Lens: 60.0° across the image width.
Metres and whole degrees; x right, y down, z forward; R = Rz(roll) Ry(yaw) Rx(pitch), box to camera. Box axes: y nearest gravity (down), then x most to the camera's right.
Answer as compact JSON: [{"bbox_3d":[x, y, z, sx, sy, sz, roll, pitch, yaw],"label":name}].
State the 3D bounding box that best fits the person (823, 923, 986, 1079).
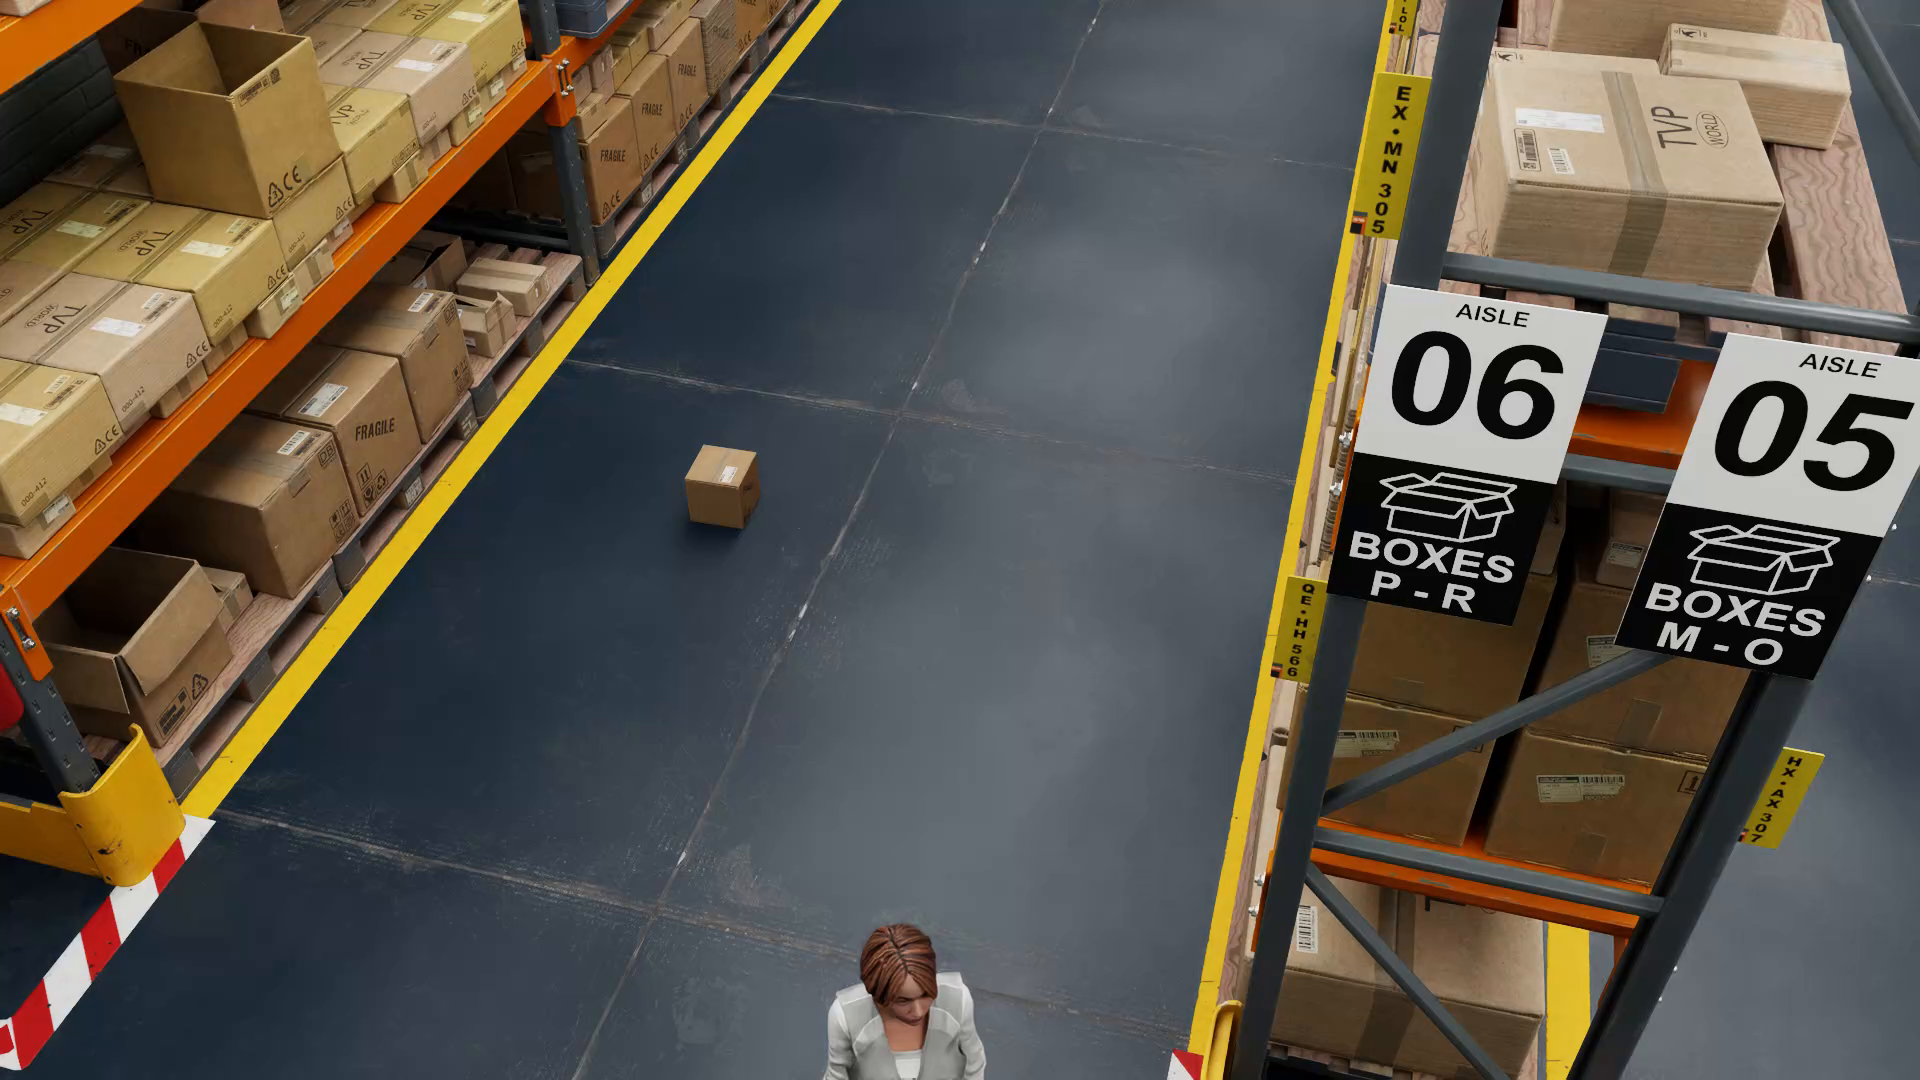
[{"bbox_3d":[-0.147,1.540,4.401,0.449,1.587,0.500,-7,42,-8],"label":"person"}]
